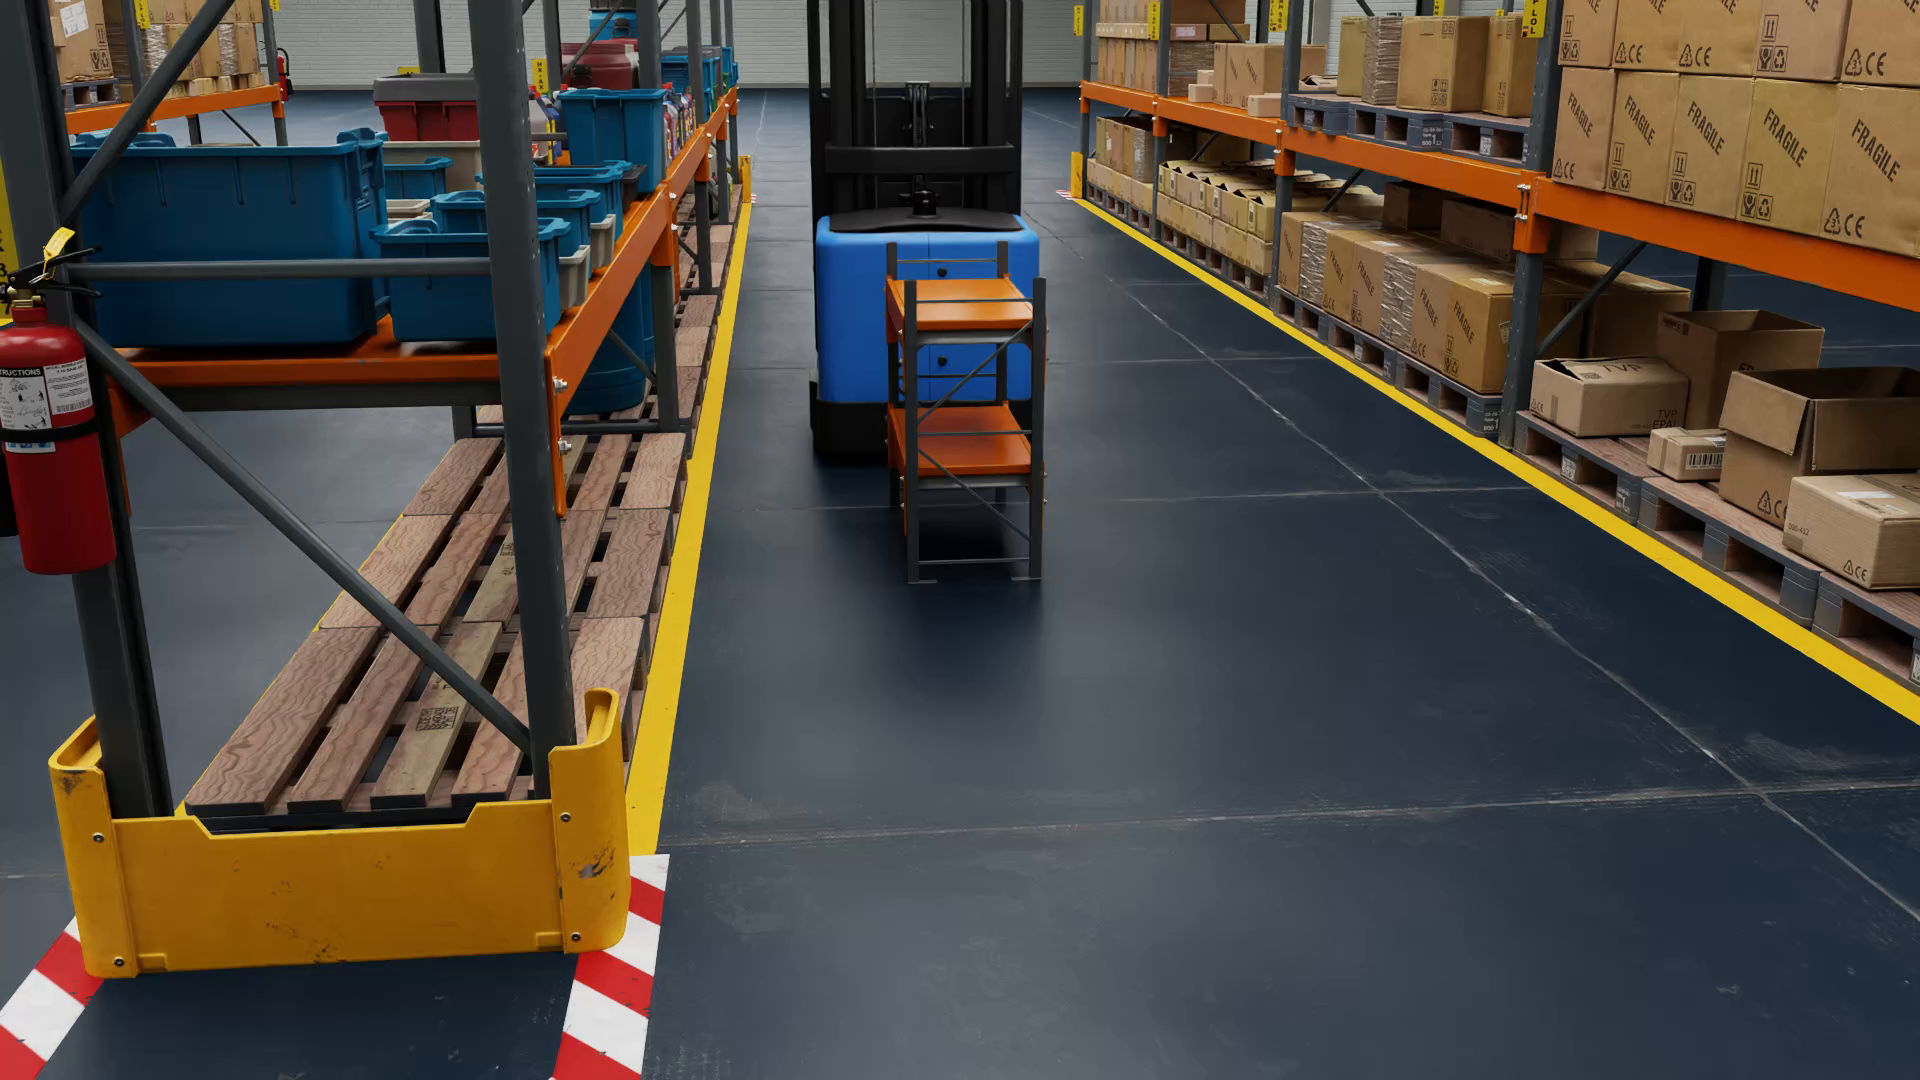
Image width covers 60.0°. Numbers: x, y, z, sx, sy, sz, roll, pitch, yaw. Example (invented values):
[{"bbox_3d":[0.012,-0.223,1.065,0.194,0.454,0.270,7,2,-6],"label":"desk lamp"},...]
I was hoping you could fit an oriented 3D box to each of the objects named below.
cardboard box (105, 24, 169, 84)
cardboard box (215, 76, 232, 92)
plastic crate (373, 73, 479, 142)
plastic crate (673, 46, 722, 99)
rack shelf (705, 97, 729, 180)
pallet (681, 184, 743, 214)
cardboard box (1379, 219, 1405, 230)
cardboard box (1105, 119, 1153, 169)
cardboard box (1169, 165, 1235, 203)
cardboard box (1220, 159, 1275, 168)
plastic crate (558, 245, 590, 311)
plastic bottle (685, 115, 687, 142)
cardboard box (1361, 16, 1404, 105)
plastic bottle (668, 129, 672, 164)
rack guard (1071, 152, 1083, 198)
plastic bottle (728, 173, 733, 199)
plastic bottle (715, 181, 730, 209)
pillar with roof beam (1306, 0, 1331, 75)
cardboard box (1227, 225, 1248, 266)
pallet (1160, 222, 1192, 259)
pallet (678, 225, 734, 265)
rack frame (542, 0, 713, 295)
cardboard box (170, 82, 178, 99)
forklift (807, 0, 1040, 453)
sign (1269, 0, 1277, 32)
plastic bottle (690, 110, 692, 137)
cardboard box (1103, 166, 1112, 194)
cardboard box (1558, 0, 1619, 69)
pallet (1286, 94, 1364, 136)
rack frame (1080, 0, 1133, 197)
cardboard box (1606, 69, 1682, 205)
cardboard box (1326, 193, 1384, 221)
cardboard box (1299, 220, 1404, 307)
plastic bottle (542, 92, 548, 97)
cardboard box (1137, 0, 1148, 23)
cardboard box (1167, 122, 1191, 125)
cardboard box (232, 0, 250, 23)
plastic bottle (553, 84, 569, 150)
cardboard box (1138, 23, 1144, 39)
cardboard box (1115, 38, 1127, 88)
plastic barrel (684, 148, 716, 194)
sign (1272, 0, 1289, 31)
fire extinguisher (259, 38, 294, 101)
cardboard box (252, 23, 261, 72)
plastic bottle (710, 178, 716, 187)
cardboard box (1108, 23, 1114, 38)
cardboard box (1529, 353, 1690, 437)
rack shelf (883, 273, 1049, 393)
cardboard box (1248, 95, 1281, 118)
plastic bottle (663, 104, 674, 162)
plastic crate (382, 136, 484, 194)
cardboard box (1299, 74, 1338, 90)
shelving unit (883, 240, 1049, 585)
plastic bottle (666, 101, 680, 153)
[{"bbox_3d":[-7.527,-4.296,14.689,0.875,0.500,0.500,-2,18,-6],"label":"cardboard box"},{"bbox_3d":[-7.460,-4.520,16.485,0.380,0.149,0.250,-2,18,-6],"label":"cardboard box"},{"bbox_3d":[-1.947,-1.525,6.320,0.402,0.464,0.583,-2,18,-6],"label":"plastic crate"},{"bbox_3d":[-2.261,-4.019,14.364,0.402,0.464,0.583,-2,18,-6],"label":"plastic crate"},{"bbox_3d":[-2.409,-3.184,13.012,1.077,0.370,4.000,-2,18,-6],"label":"rack shelf"},{"bbox_3d":[-2.895,-3.721,18.177,1.003,0.211,1.213,-2,18,-6],"label":"pallet"},{"bbox_3d":[3.055,-1.829,10.934,0.500,0.500,0.500,-1,17,-3],"label":"cardboard box"},{"bbox_3d":[1.852,-4.249,17.841,0.500,0.500,0.500,-2,18,-6],"label":"cardboard box"},{"bbox_3d":[2.153,-3.151,14.659,0.500,0.311,0.500,-2,18,-6],"label":"cardboard box"},{"bbox_3d":[2.639,-3.319,15.195,0.500,0.311,0.500,-2,18,-6],"label":"cardboard box"},{"bbox_3d":[-1.026,-0.633,4.024,0.250,0.136,0.298,-2,18,-6],"label":"plastic crate"},{"bbox_3d":[-1.649,-2.423,9.717,0.097,0.201,0.097,0,17,0],"label":"plastic bottle"},{"bbox_3d":[2.806,-2.869,9.939,0.700,0.500,0.500,1,17,5],"label":"cardboard box"},{"bbox_3d":[-1.501,-1.997,8.362,0.097,0.201,0.097,0,17,0],"label":"plastic bottle"},{"bbox_3d":[1.897,-4.281,19.480,1.175,0.500,0.348,-2,18,-6],"label":"rack guard"},{"bbox_3d":[-2.403,-3.616,16.999,0.152,0.276,0.135,-2,18,-5],"label":"plastic bottle"},{"bbox_3d":[-2.286,-3.323,15.940,0.144,0.351,0.185,-1,17,-4],"label":"plastic bottle"},{"bbox_3d":[2.239,-11.744,29.060,9.100,9.000,0.400,-2,18,-6],"label":"pillar with roof beam"},{"bbox_3d":[2.371,-2.274,12.803,0.500,0.250,0.500,-2,18,-6],"label":"cardboard box"},{"bbox_3d":[2.427,-2.726,15.009,1.003,0.211,1.213,-2,18,-6],"label":"pallet"},{"bbox_3d":[-2.495,-2.560,14.479,1.003,0.211,1.213,-2,18,-6],"label":"pallet"},{"bbox_3d":[-2.203,-2.931,11.007,1.000,3.000,0.127,-2,18,-6],"label":"rack frame"},{"bbox_3d":[-7.331,-4.072,15.059,0.380,0.149,0.250,-2,18,-6],"label":"cardboard box"},{"bbox_3d":[-0.245,-2.193,8.769,1.130,2.935,3.031,-1,17,-4],"label":"forklift"},{"bbox_3d":[2.851,-4.809,15.187,0.100,0.325,0.005,-2,18,-6],"label":"sign"},{"bbox_3d":[-1.709,-2.597,10.272,0.097,0.201,0.097,0,17,0],"label":"plastic bottle"},{"bbox_3d":[1.840,-3.891,17.952,0.500,0.250,0.500,-2,18,-6],"label":"cardboard box"},{"bbox_3d":[2.906,-2.267,7.055,0.500,0.500,0.500,-1,17,-4],"label":"cardboard box"},{"bbox_3d":[2.865,-2.792,10.883,1.213,0.211,1.003,-2,18,-6],"label":"pallet"},{"bbox_3d":[1.900,-5.467,19.082,1.000,3.000,0.127,-2,18,-6],"label":"rack frame"},{"bbox_3d":[2.975,-1.627,6.683,0.500,0.500,0.500,-1,17,-5],"label":"cardboard box"},{"bbox_3d":[2.963,-2.404,12.281,0.500,0.311,0.500,-1,17,-4],"label":"cardboard box"},{"bbox_3d":[2.547,-1.800,10.843,0.500,0.500,0.500,-2,18,-8],"label":"cardboard box"},{"bbox_3d":[-2.439,-2.489,9.792,0.061,0.283,0.133,-2,18,-6],"label":"plastic bottle"},{"bbox_3d":[2.156,-5.373,16.452,0.700,0.500,0.500,-2,18,-6],"label":"cardboard box"},{"bbox_3d":[2.419,-4.116,17.417,0.500,0.500,0.500,-2,18,-6],"label":"cardboard box"},{"bbox_3d":[-7.594,-5.524,16.930,0.500,0.500,0.500,-2,18,-6],"label":"cardboard box"},{"bbox_3d":[-2.186,-2.353,9.246,0.144,0.351,0.185,-2,18,-6],"label":"plastic bottle"},{"bbox_3d":[1.968,-5.010,16.377,0.380,0.149,0.250,-2,18,-6],"label":"cardboard box"},{"bbox_3d":[2.040,-5.071,17.653,0.700,0.500,0.500,-2,18,-5],"label":"cardboard box"},{"bbox_3d":[-2.832,-3.985,17.816,0.421,0.512,0.421,0,17,0],"label":"plastic barrel"},{"bbox_3d":[2.173,-3.618,11.259,0.100,0.325,0.005,-2,18,-6],"label":"sign"},{"bbox_3d":[-7.508,-5.173,18.277,0.296,0.674,0.183,-2,18,-6],"label":"fire extinguisher"},{"bbox_3d":[-7.925,-5.187,17.527,0.875,0.500,0.500,-2,18,-6],"label":"cardboard box"},{"bbox_3d":[-2.494,-3.458,16.496,0.152,0.276,0.135,-2,18,-6],"label":"plastic bottle"},{"bbox_3d":[1.804,-5.472,17.850,0.380,0.149,0.250,-2,18,-6],"label":"cardboard box"},{"bbox_3d":[2.966,-0.687,7.612,0.500,0.311,0.500,-2,18,-6],"label":"cardboard box"},{"bbox_3d":[0.001,-0.814,6.415,0.538,0.278,1.000,-2,18,-6],"label":"rack shelf"},{"bbox_3d":[2.357,-3.223,12.354,0.380,0.149,0.250,-2,18,-6],"label":"cardboard box"},{"bbox_3d":[-1.495,-2.071,8.461,0.061,0.283,0.133,-2,18,-6],"label":"plastic bottle"},{"bbox_3d":[-1.816,-1.251,5.752,0.437,0.282,0.530,-2,18,-6],"label":"plastic crate"},{"bbox_3d":[2.825,-3.313,12.372,0.500,0.311,0.500,-2,18,-6],"label":"cardboard box"},{"bbox_3d":[0.001,-0.535,6.502,0.538,1.125,1.048,-2,18,-6],"label":"shelving unit"},{"bbox_3d":[-1.573,-2.237,9.010,0.097,0.271,0.097,0,17,0],"label":"plastic bottle"}]
